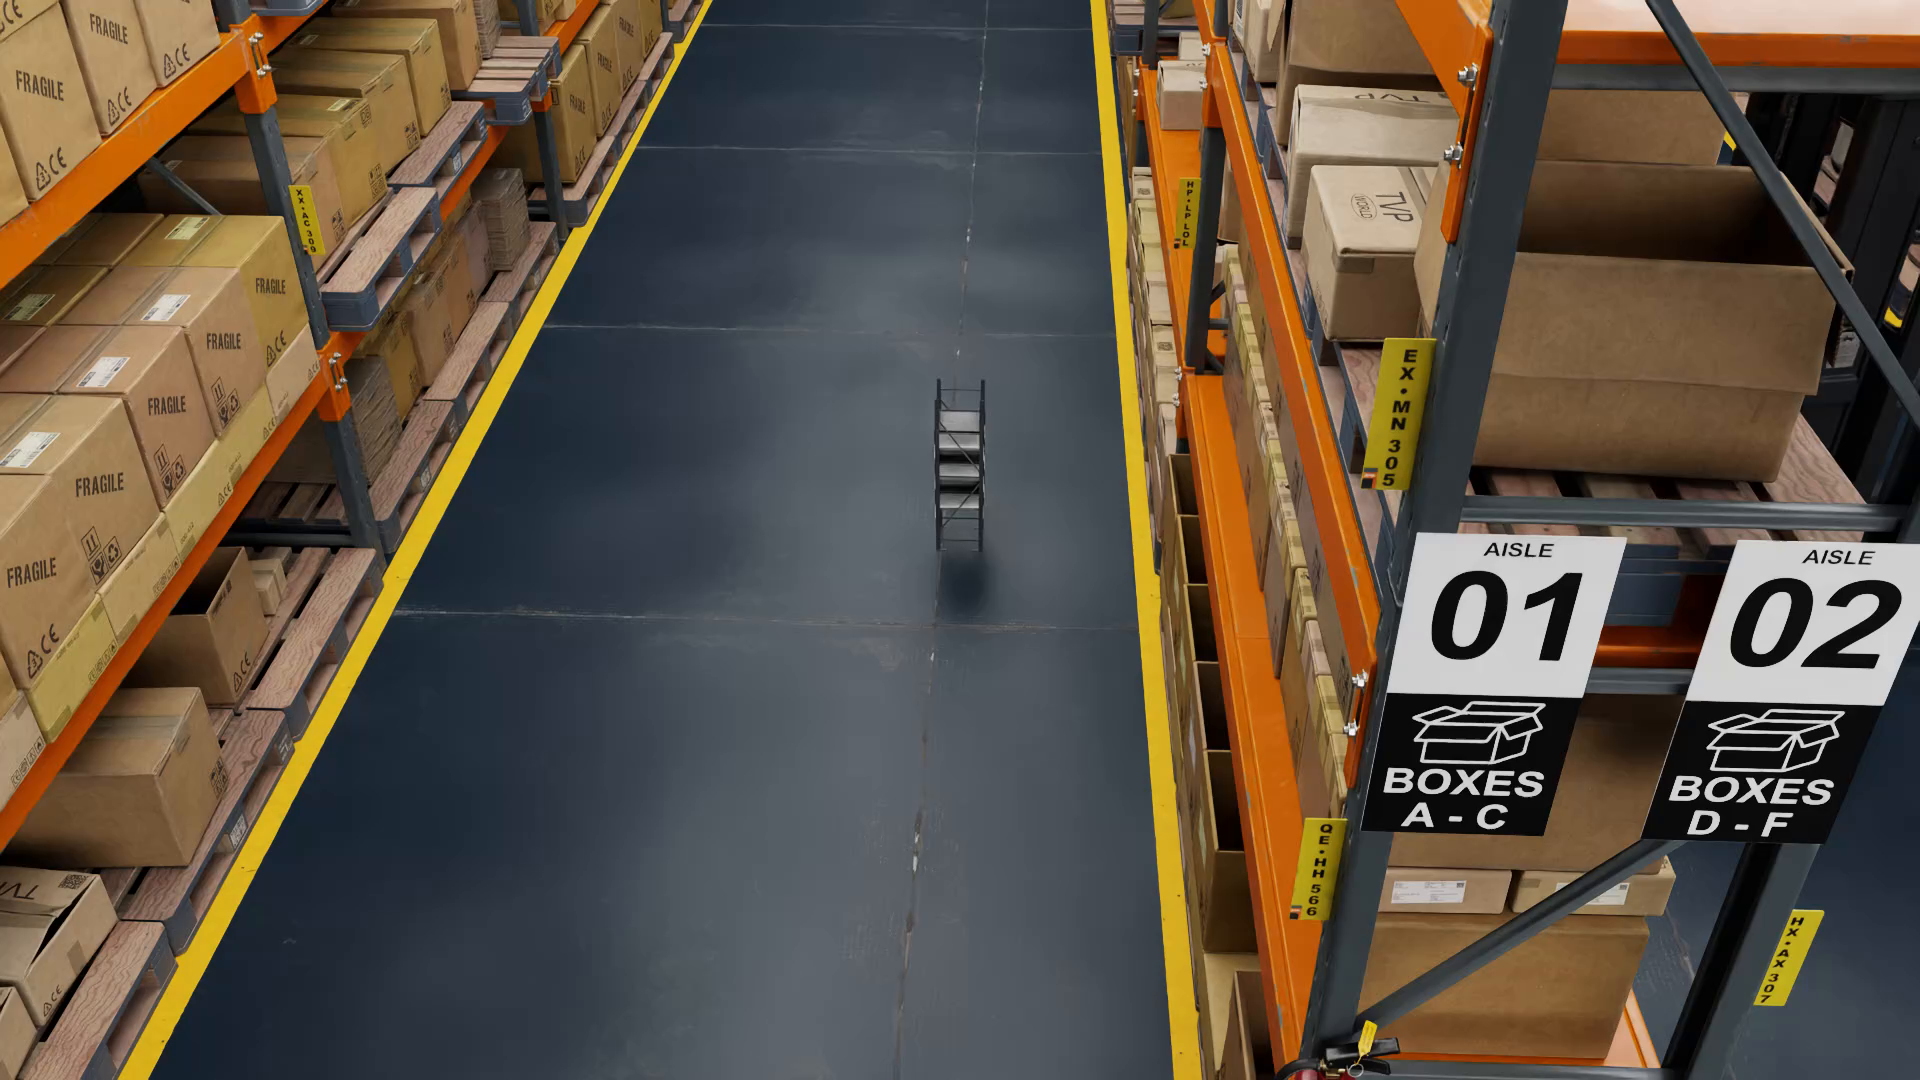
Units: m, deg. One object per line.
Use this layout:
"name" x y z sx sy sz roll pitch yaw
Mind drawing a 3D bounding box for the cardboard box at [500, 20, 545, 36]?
"cardboard box" -3.022 -3.451 11.199 0.380 0.149 0.250 1 35 1

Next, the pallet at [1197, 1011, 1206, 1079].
"pallet" 1.351 2.047 5.600 1.003 0.211 1.213 1 35 2

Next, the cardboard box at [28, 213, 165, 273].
"cardboard box" -3.655 -1.052 7.045 0.500 0.500 0.500 1 35 1

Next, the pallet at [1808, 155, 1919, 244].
"pallet" 6.622 -2.446 11.993 1.003 0.211 1.213 1 35 2

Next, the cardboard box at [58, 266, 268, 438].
"cardboard box" -3.152 -0.752 6.618 0.500 0.500 0.500 1 35 2

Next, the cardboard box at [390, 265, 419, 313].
"cardboard box" -3.383 -1.503 9.365 0.500 0.250 0.500 0 35 1

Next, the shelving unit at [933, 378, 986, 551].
"shelving unit" 0.000 -0.373 8.444 0.258 0.900 0.210 1 35 2

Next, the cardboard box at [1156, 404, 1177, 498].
"cardboard box" 1.252 -0.467 8.290 0.500 0.311 0.500 1 35 2

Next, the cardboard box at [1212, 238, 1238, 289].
"cardboard box" 1.374 -1.406 8.205 0.396 0.266 0.258 1 35 1

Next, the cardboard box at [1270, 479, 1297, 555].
"cardboard box" 1.247 -0.075 5.543 0.380 0.149 0.250 1 35 1

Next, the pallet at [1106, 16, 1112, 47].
"pallet" 1.872 -4.802 15.344 1.003 0.211 1.213 1 35 2

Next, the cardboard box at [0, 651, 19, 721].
"cardboard box" -3.239 0.429 4.937 0.500 0.500 0.500 1 35 2

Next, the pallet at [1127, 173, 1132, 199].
"pallet" 1.751 -2.537 12.122 1.003 0.211 1.213 1 35 2

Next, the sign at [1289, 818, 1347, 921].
"sign" 0.820 0.755 3.799 0.100 0.325 0.005 1 35 2

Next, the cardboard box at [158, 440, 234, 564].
"cardboard box" -3.177 -0.156 6.422 0.500 0.250 0.500 1 35 2

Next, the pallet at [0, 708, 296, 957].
"pallet" -3.465 1.166 6.853 1.003 0.211 1.213 1 35 2

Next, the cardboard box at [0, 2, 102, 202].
"cardboard box" -3.218 -1.435 5.416 0.500 0.500 0.500 0 35 0

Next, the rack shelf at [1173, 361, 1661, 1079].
"rack shelf" 1.442 0.492 6.013 1.077 0.370 4.000 1 35 2

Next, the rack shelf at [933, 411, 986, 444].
"rack shelf" 0.000 -0.566 8.308 0.258 0.077 0.200 1 35 2

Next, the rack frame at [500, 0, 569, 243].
"rack frame" -3.267 -3.362 10.871 1.000 3.000 0.127 1 35 2

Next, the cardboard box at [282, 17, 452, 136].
"cardboard box" -3.303 -2.596 9.312 0.700 0.500 0.500 1 35 2

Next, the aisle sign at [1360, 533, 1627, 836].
"aisle sign" 1.066 0.314 3.380 0.394 0.787 0.004 1 35 2

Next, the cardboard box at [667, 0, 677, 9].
"cardboard box" -2.974 -5.237 15.347 0.700 0.500 0.500 2 35 2

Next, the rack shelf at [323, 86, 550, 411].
"rack shelf" -3.347 -1.919 9.443 1.077 0.370 4.000 1 35 2

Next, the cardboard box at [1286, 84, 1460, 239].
"cardboard box" 1.167 -1.061 4.578 0.500 0.311 0.500 5 35 7

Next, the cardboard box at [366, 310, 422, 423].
"cardboard box" -3.444 -0.943 9.220 0.700 0.500 0.500 1 35 1

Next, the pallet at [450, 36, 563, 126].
"pallet" -3.189 -2.872 10.340 1.213 0.211 1.003 1 35 2

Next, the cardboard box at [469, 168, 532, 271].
"cardboard box" -3.244 -2.105 10.873 0.700 0.500 0.500 2 35 3

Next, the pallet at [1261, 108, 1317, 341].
"pallet" 1.462 -0.953 4.911 1.003 0.211 1.213 1 35 2

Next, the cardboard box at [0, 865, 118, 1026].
"cardboard box" -3.447 1.431 6.006 0.500 0.311 0.500 4 35 6

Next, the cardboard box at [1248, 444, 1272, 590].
"cardboard box" 1.472 -0.146 6.208 0.700 0.500 0.500 2 35 3

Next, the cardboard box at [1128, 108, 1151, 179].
"cardboard box" 1.486 -2.950 12.076 0.500 0.500 0.500 3 35 4

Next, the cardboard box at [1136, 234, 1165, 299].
"cardboard box" 1.333 -1.637 9.955 0.500 0.311 0.500 0 35 1

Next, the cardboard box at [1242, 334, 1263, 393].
"cardboard box" 1.290 -0.665 6.382 0.380 0.149 0.250 1 35 1

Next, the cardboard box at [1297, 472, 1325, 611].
"cardboard box" 1.431 -0.116 5.036 0.700 0.500 0.500 1 35 2

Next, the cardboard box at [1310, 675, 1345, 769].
"cardboard box" 1.206 0.519 4.698 0.380 0.149 0.250 1 35 1

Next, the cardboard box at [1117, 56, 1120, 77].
"cardboard box" 1.571 -4.126 13.750 0.500 0.500 0.500 2 35 3

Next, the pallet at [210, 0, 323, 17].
"pallet" -3.296 -2.567 7.294 1.213 0.211 1.003 1 35 2

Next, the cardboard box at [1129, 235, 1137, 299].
"cardboard box" 1.349 -1.714 10.552 0.500 0.250 0.500 0 35 1

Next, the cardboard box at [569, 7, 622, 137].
"cardboard box" -3.065 -3.577 12.681 0.750 0.750 0.750 1 35 2

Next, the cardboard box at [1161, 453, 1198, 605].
"cardboard box" 1.191 -0.046 7.527 0.500 0.500 0.500 1 35 2

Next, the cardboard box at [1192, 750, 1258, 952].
"cardboard box" 1.111 1.103 5.892 0.500 0.500 0.500 1 35 2

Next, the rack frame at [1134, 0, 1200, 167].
"rack frame" 1.683 -3.250 10.711 1.000 3.000 0.127 1 35 2

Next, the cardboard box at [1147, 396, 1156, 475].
"cardboard box" 1.272 -0.534 8.873 0.500 0.250 0.500 1 35 1

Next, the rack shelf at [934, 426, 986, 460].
"rack shelf" 0.000 -0.493 8.359 0.258 0.077 0.200 1 35 2

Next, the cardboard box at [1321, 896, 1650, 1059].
"cardboard box" 1.393 1.038 4.524 0.700 0.500 0.500 1 35 2

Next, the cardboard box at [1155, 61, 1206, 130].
"cardboard box" 1.454 -2.704 10.012 0.500 0.311 0.500 1 35 1

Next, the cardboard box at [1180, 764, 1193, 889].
"cardboard box" 1.136 1.123 6.516 0.500 0.250 0.500 1 35 2

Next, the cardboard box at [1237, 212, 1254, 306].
"cardboard box" 1.511 -1.268 6.676 0.700 0.500 0.500 1 35 2

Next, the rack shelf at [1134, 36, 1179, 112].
"rack shelf" 1.763 -4.105 12.553 1.077 0.370 4.000 1 35 2

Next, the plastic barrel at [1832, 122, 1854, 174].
"plastic barrel" 6.568 -2.895 12.005 0.421 0.512 0.421 0 35 0

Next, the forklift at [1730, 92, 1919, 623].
"forklift" 4.258 -1.057 7.651 3.031 2.935 1.130 -5 35 -7
